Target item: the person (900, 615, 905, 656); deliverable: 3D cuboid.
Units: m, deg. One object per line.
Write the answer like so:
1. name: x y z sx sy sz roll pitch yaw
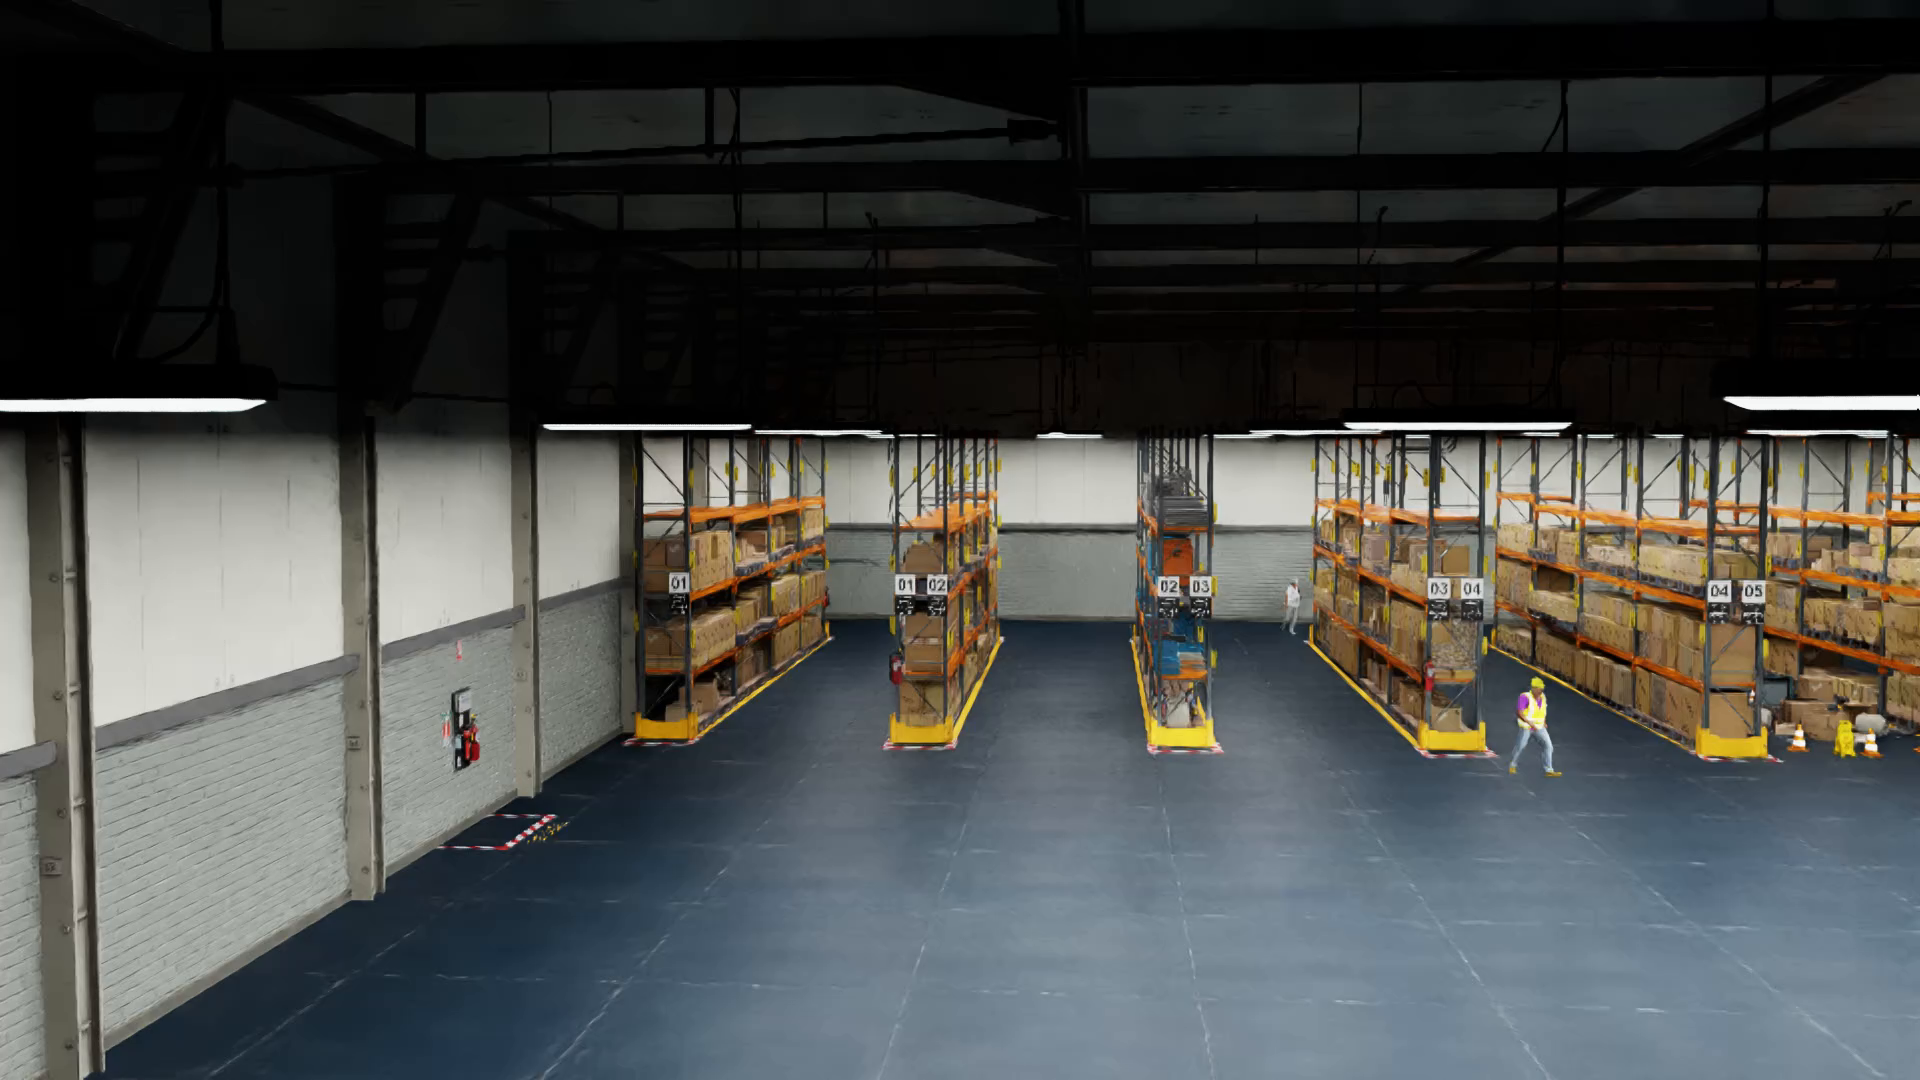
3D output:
1. person: -1.314 2.229 43.928 0.677 1.726 0.574 0 3 3

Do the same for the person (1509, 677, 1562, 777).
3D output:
1. person: 9.734 3.162 28.298 0.712 1.697 0.831 -1 4 -13

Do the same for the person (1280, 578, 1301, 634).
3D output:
1. person: 9.791 1.945 49.235 0.550 1.653 0.563 -2 4 -32
